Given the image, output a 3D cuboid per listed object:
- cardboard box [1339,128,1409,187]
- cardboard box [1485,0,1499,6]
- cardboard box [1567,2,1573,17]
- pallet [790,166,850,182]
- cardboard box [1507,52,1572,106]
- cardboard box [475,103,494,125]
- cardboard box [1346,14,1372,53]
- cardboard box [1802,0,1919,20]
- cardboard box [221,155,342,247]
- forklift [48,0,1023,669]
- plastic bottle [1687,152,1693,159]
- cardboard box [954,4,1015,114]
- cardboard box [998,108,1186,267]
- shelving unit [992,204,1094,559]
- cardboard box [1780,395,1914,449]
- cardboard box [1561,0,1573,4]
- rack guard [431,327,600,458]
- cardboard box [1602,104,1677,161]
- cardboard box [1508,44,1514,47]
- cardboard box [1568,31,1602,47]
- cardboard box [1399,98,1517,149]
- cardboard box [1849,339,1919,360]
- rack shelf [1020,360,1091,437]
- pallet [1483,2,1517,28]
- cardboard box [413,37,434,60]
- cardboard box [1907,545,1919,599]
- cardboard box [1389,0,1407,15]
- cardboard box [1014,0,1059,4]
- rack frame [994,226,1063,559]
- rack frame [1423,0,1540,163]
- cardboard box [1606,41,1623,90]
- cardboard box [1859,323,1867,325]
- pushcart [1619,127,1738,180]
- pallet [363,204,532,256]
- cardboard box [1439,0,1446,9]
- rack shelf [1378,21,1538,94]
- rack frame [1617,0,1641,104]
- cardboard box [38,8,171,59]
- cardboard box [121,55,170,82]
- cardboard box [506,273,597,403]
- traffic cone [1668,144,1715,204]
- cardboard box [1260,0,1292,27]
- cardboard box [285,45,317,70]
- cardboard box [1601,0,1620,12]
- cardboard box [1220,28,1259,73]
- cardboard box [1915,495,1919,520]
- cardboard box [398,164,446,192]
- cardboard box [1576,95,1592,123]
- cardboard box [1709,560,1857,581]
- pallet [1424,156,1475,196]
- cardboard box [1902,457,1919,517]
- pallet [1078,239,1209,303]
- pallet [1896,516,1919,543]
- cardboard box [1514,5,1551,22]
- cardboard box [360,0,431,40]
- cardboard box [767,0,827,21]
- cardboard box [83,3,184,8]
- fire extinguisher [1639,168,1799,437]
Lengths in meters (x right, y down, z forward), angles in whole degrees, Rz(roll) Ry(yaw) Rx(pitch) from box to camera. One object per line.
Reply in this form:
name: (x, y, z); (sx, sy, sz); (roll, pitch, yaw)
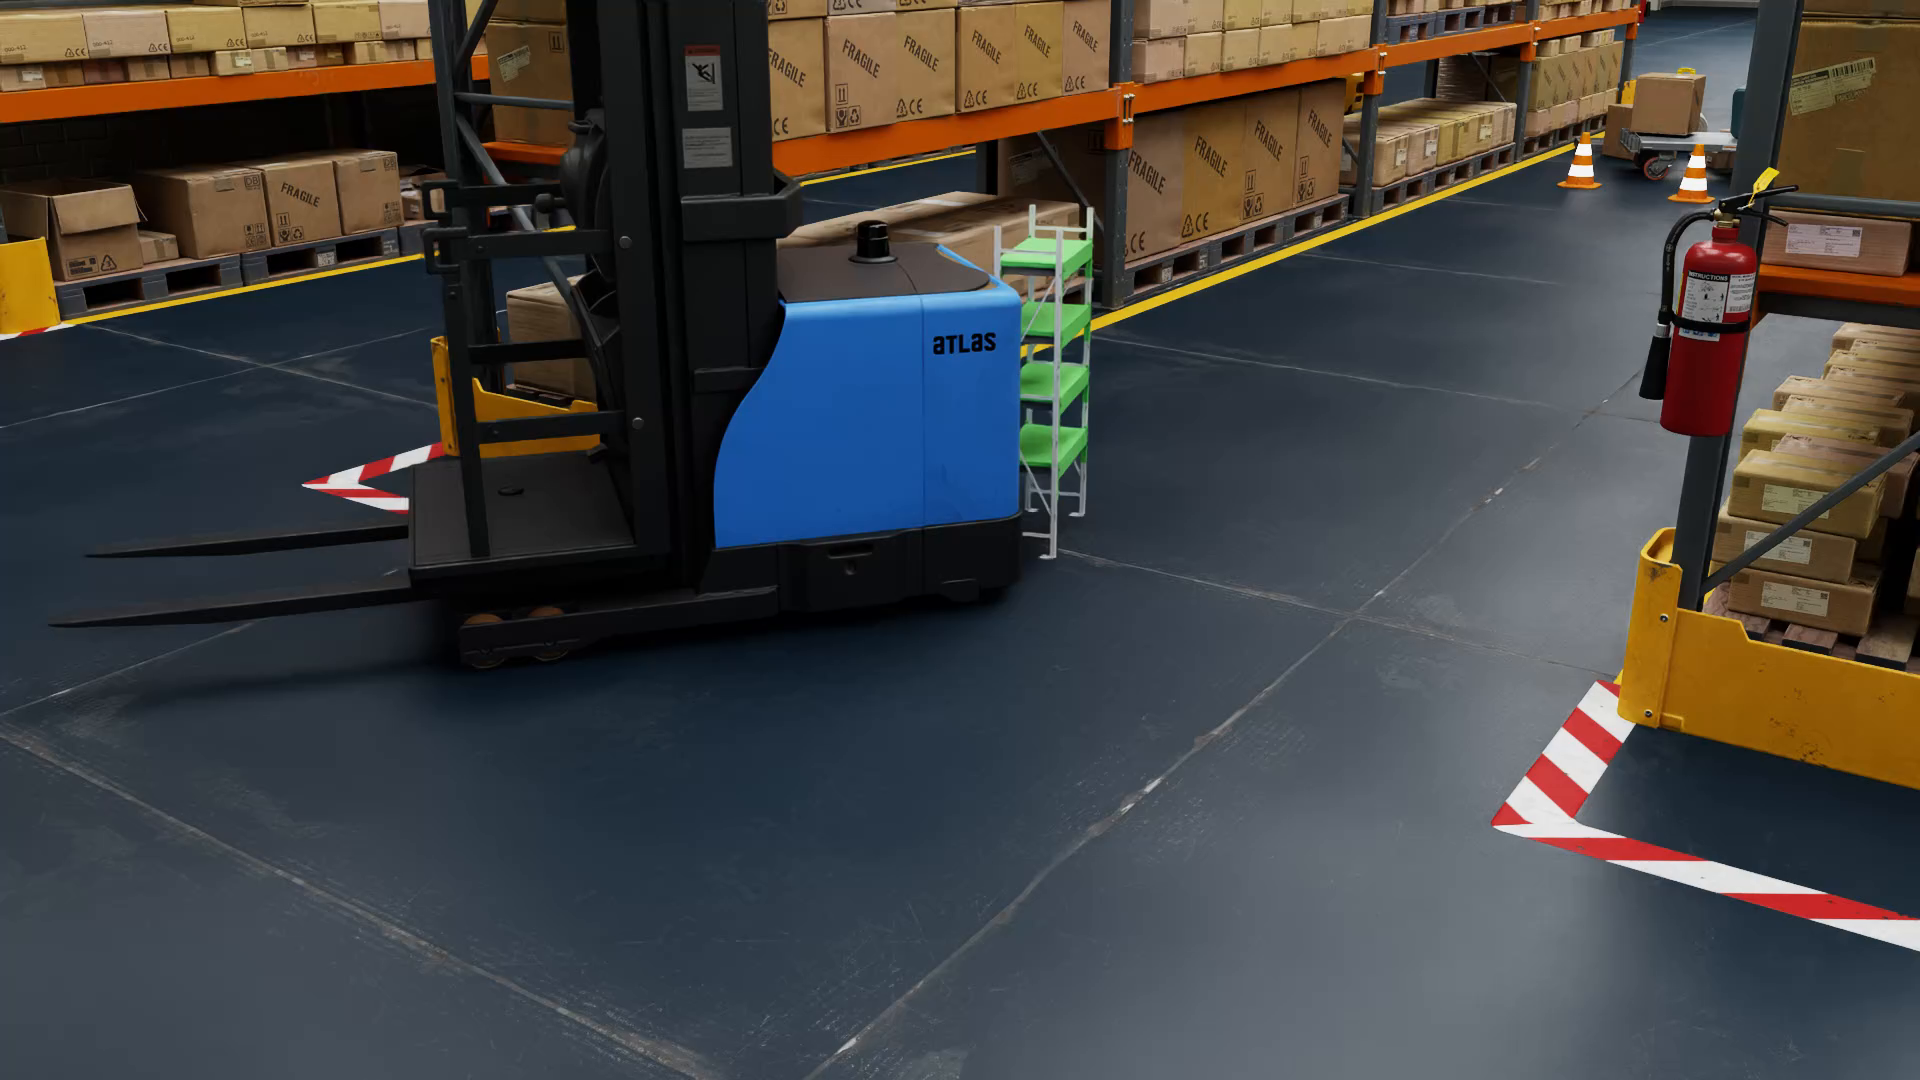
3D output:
cardboard box: (3.115, -3.157, 13.659); (0.950, 0.372, 0.625); (11, 23, 28)
cardboard box: (4.559, -4.831, 14.758); (0.380, 0.149, 0.250); (14, 24, 32)
cardboard box: (5.995, -5.402, 16.906); (0.380, 0.149, 0.250); (13, 24, 32)
pallet: (-1.769, -3.485, 15.381); (1.003, 0.211, 1.213); (13, 24, 32)
cardboard box: (5.884, -4.712, 16.956); (0.500, 0.500, 0.500); (14, 25, 34)
cardboard box: (-3.598, -3.342, 13.040); (0.380, 0.149, 0.250); (12, 24, 30)
cardboard box: (2.720, -3.766, 12.340); (0.500, 0.250, 0.500); (12, 24, 30)
cardboard box: (2.494, -1.636, 4.350); (0.500, 0.500, 0.500); (13, 24, 31)
cardboard box: (-4.500, -2.255, 11.037); (0.500, 0.500, 0.500); (14, 24, 33)
forklift: (-1.362, -1.179, 5.227); (3.031, 2.935, 1.130); (-6, 21, -16)
plastic bottle: (7.314, -3.806, 16.467); (0.133, 0.061, 0.283); (19, 27, 41)
cardboard box: (-0.064, -2.453, 8.428); (0.500, 0.500, 0.500); (13, 24, 31)
cardboard box: (0.823, -2.279, 10.559); (0.875, 0.875, 0.875); (14, 25, 33)
shelving unit: (0.305, -0.589, 6.127); (0.258, 1.200, 0.503); (6, 21, 16)
cardboard box: (2.958, -0.363, 5.569); (0.380, 0.149, 0.250); (12, 24, 30)
cardboard box: (5.779, -5.587, 16.472); (0.500, 0.500, 0.500); (13, 24, 32)
rack guard: (-1.721, -0.558, 7.052); (1.175, 0.500, 0.348); (13, 24, 32)
cardboard box: (6.766, -4.051, 16.492); (0.500, 0.500, 0.500); (-6, 21, -15)
cardboard box: (6.012, -5.109, 18.031); (0.500, 0.500, 0.500); (14, 24, 33)
cardboard box: (6.607, -5.345, 17.734); (0.380, 0.149, 0.250); (14, 25, 34)
cardboard box: (4.745, -3.994, 15.920); (0.950, 0.372, 0.625); (14, 24, 33)
cardboard box: (3.598, -0.649, 6.341); (0.380, 0.149, 0.250); (12, 24, 30)
rack shelf: (0.305, -0.529, 6.149); (0.258, 0.148, 0.480); (6, 21, 16)
pallet: (4.488, -4.899, 15.462); (1.003, 0.211, 1.213); (13, 24, 32)
cardboard box: (-3.791, -3.435, 11.589); (0.380, 0.149, 0.250); (14, 24, 33)
cardboard box: (2.950, 0.100, 4.747); (0.380, 0.149, 0.250); (14, 25, 34)
cardboard box: (3.312, -4.243, 13.169); (0.380, 0.149, 0.250); (12, 23, 29)
cardboard box: (0.212, -3.067, 8.648); (0.500, 0.500, 0.500); (13, 24, 31)
rack frame: (0.235, -0.507, 5.907); (0.240, 1.200, 0.015); (6, 21, 16)
rack frame: (5.038, -5.180, 15.945); (1.000, 3.000, 0.127); (13, 24, 32)
cardboard box: (7.052, -5.306, 18.563); (0.500, 0.500, 0.500); (13, 24, 32)
cardboard box: (4.123, -0.961, 7.187); (0.380, 0.149, 0.250); (15, 25, 34)
pushcart: (6.952, -3.520, 15.237); (1.648, 0.377, 0.936); (5, 21, 13)
pallet: (-3.953, -2.347, 12.306); (1.003, 0.211, 1.213); (13, 24, 32)
cardboard box: (3.874, -4.561, 14.027); (0.380, 0.149, 0.250); (14, 25, 34)
rack shelf: (3.914, -4.269, 14.519); (1.077, 0.370, 4.000); (13, 24, 32)
rack frame: (7.286, -6.328, 19.048); (1.000, 3.000, 0.127); (13, 24, 32)
cardboard box: (-5.054, -2.996, 9.827); (0.500, 0.250, 0.500); (14, 24, 32)
cardboard box: (-4.987, -2.852, 10.013); (0.380, 0.149, 0.250); (14, 25, 33)
cardboard box: (-1.420, -0.941, 7.574); (0.875, 0.438, 0.875); (12, 24, 30)
traffic cone: (6.163, -3.083, 13.933); (0.336, 0.463, 0.334); (13, 24, 32)
cardboard box: (1.879, -3.560, 11.062); (0.500, 0.250, 0.500); (12, 24, 30)
cardboard box: (-4.419, -3.154, 10.830); (0.380, 0.149, 0.250); (13, 24, 32)
cardboard box: (6.921, -5.817, 18.031); (0.380, 0.149, 0.250); (14, 24, 33)
cardboard box: (1.597, -3.182, 10.759); (0.500, 0.250, 0.500); (13, 24, 31)
cardboard box: (3.074, -0.126, 4.929); (0.380, 0.149, 0.250); (14, 24, 33)
cardboard box: (-4.133, -2.644, 12.360); (0.500, 0.311, 0.500); (14, 25, 34)
cardboard box: (6.467, -4.652, 17.877); (0.500, 0.250, 0.500); (12, 24, 30)
cardboard box: (2.627, 0.054, 5.299); (0.380, 0.149, 0.250); (14, 25, 33)
pallet: (3.916, -3.297, 14.874); (1.003, 0.211, 1.213); (13, 24, 32)
cardboard box: (3.030, -0.214, 5.594); (0.380, 0.149, 0.250); (13, 24, 31)
pallet: (0.912, -1.813, 10.862); (1.003, 0.211, 1.213); (13, 24, 32)
pallet: (3.658, -0.089, 6.202); (1.003, 0.211, 1.213); (13, 24, 32)
cardboard box: (5.480, -5.090, 16.064); (0.380, 0.149, 0.250); (13, 24, 32)
cardboard box: (-3.921, -3.581, 11.408); (0.500, 0.250, 0.500); (13, 24, 32)
cardboard box: (-0.918, -2.485, 7.073); (0.500, 0.500, 0.500); (13, 24, 30)
cardboard box: (-5.203, -3.246, 10.503); (0.500, 0.250, 0.500); (14, 25, 33)
fire extinguisher: (1.919, -0.607, 4.232); (0.296, 0.674, 0.183); (13, 24, 32)
